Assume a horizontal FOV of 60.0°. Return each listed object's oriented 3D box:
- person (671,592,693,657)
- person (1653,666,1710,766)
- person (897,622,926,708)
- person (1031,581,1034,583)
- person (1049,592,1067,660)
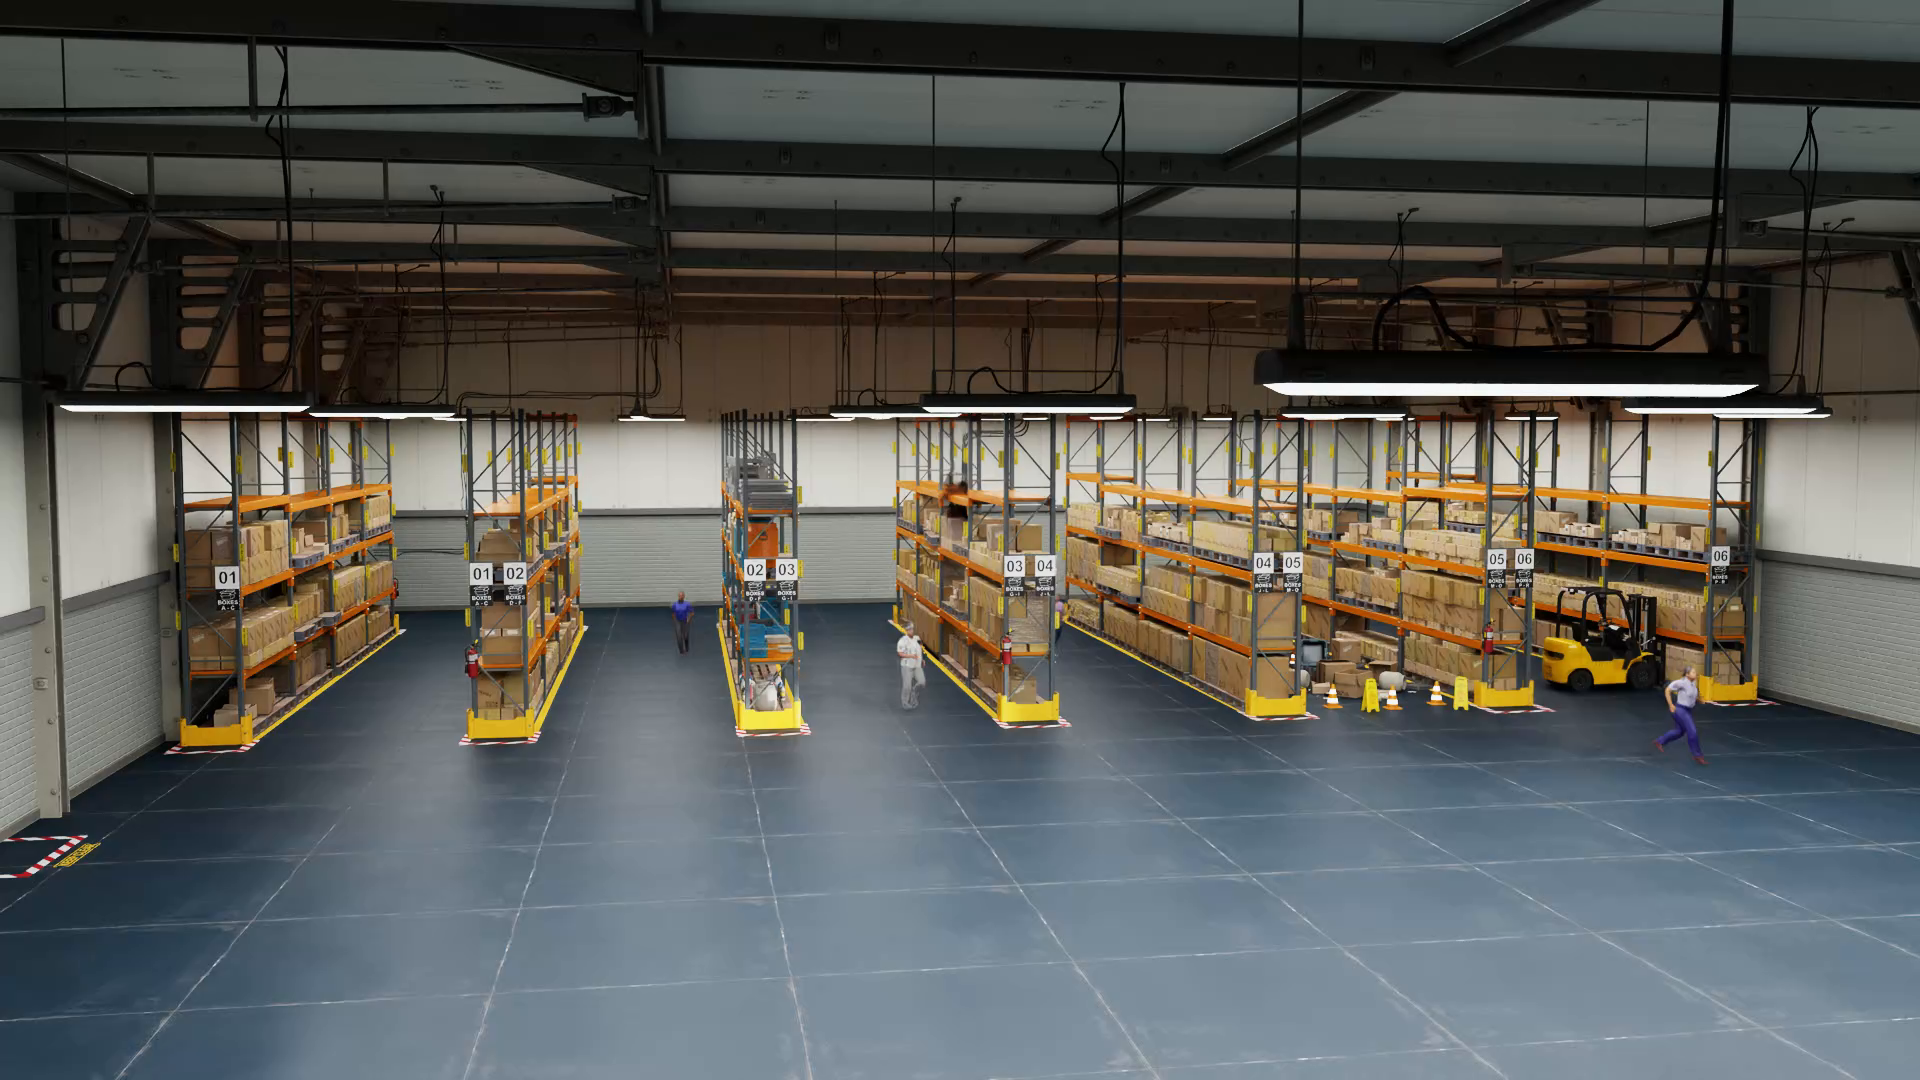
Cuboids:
[{"bbox_3d":[-6.836,2.069,40.861,0.555,1.609,0.550,0,4,-3],"label":"person"},{"bbox_3d":[12.234,2.956,28.132,0.628,1.652,0.933,-4,5,-43],"label":"person"},{"bbox_3d":[-0.949,2.516,33.300,0.646,1.752,0.655,-2,5,-30],"label":"person"},{"bbox_3d":[1.930,1.499,48.147,0.741,1.743,0.747,1,4,17],"label":"person"},{"bbox_3d":[2.330,2.093,40.599,0.510,1.627,0.733,-1,4,-18],"label":"person"}]
